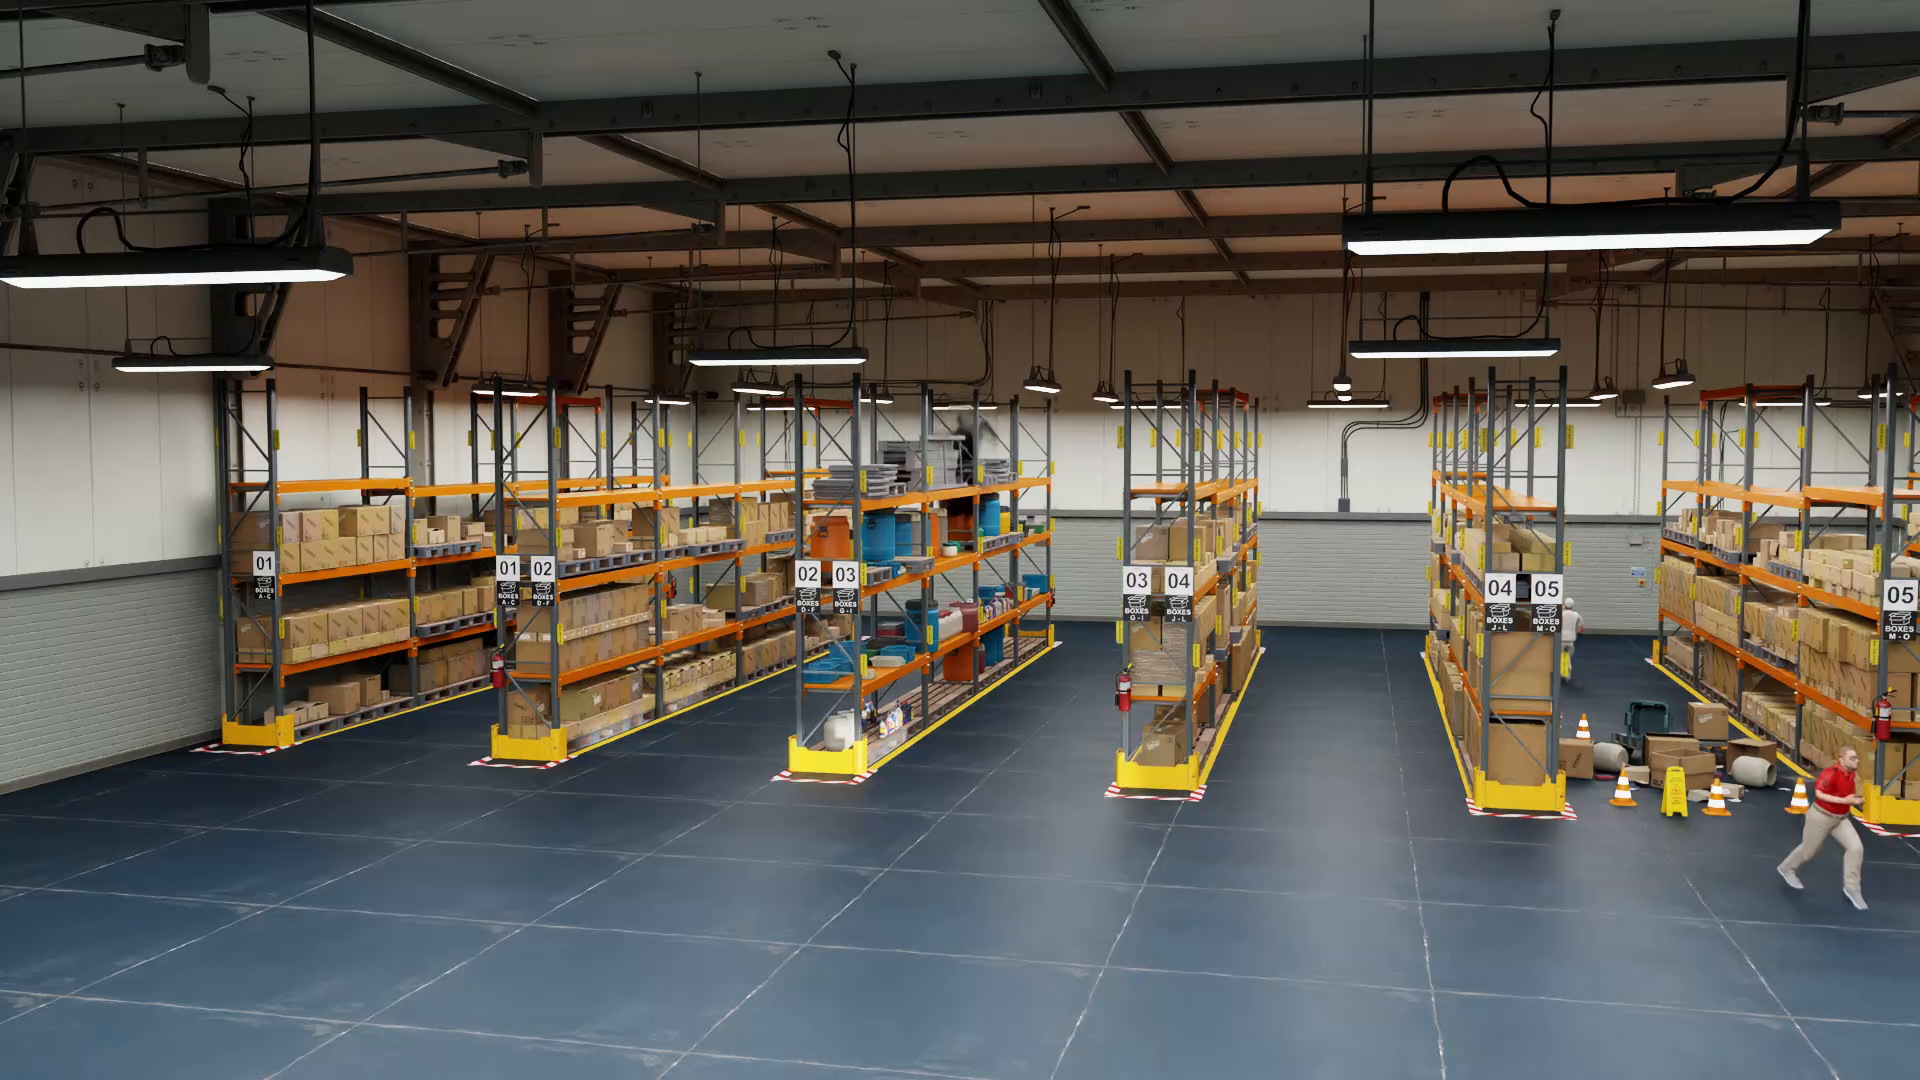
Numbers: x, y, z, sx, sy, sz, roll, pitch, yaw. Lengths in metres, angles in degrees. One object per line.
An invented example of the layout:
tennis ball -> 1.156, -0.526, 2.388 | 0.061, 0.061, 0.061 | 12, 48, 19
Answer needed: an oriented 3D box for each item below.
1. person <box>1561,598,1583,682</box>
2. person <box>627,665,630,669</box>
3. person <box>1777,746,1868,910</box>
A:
person -> 12.557, 2.064, 34.473 | 0.654, 1.744, 0.532 | 0, 3, 8
person -> -7.009, 2.186, 34.278 | 0.517, 1.531, 0.640 | 1, 4, 17
person -> 9.402, 3.082, 18.110 | 0.658, 1.752, 1.015 | -2, 4, -24
